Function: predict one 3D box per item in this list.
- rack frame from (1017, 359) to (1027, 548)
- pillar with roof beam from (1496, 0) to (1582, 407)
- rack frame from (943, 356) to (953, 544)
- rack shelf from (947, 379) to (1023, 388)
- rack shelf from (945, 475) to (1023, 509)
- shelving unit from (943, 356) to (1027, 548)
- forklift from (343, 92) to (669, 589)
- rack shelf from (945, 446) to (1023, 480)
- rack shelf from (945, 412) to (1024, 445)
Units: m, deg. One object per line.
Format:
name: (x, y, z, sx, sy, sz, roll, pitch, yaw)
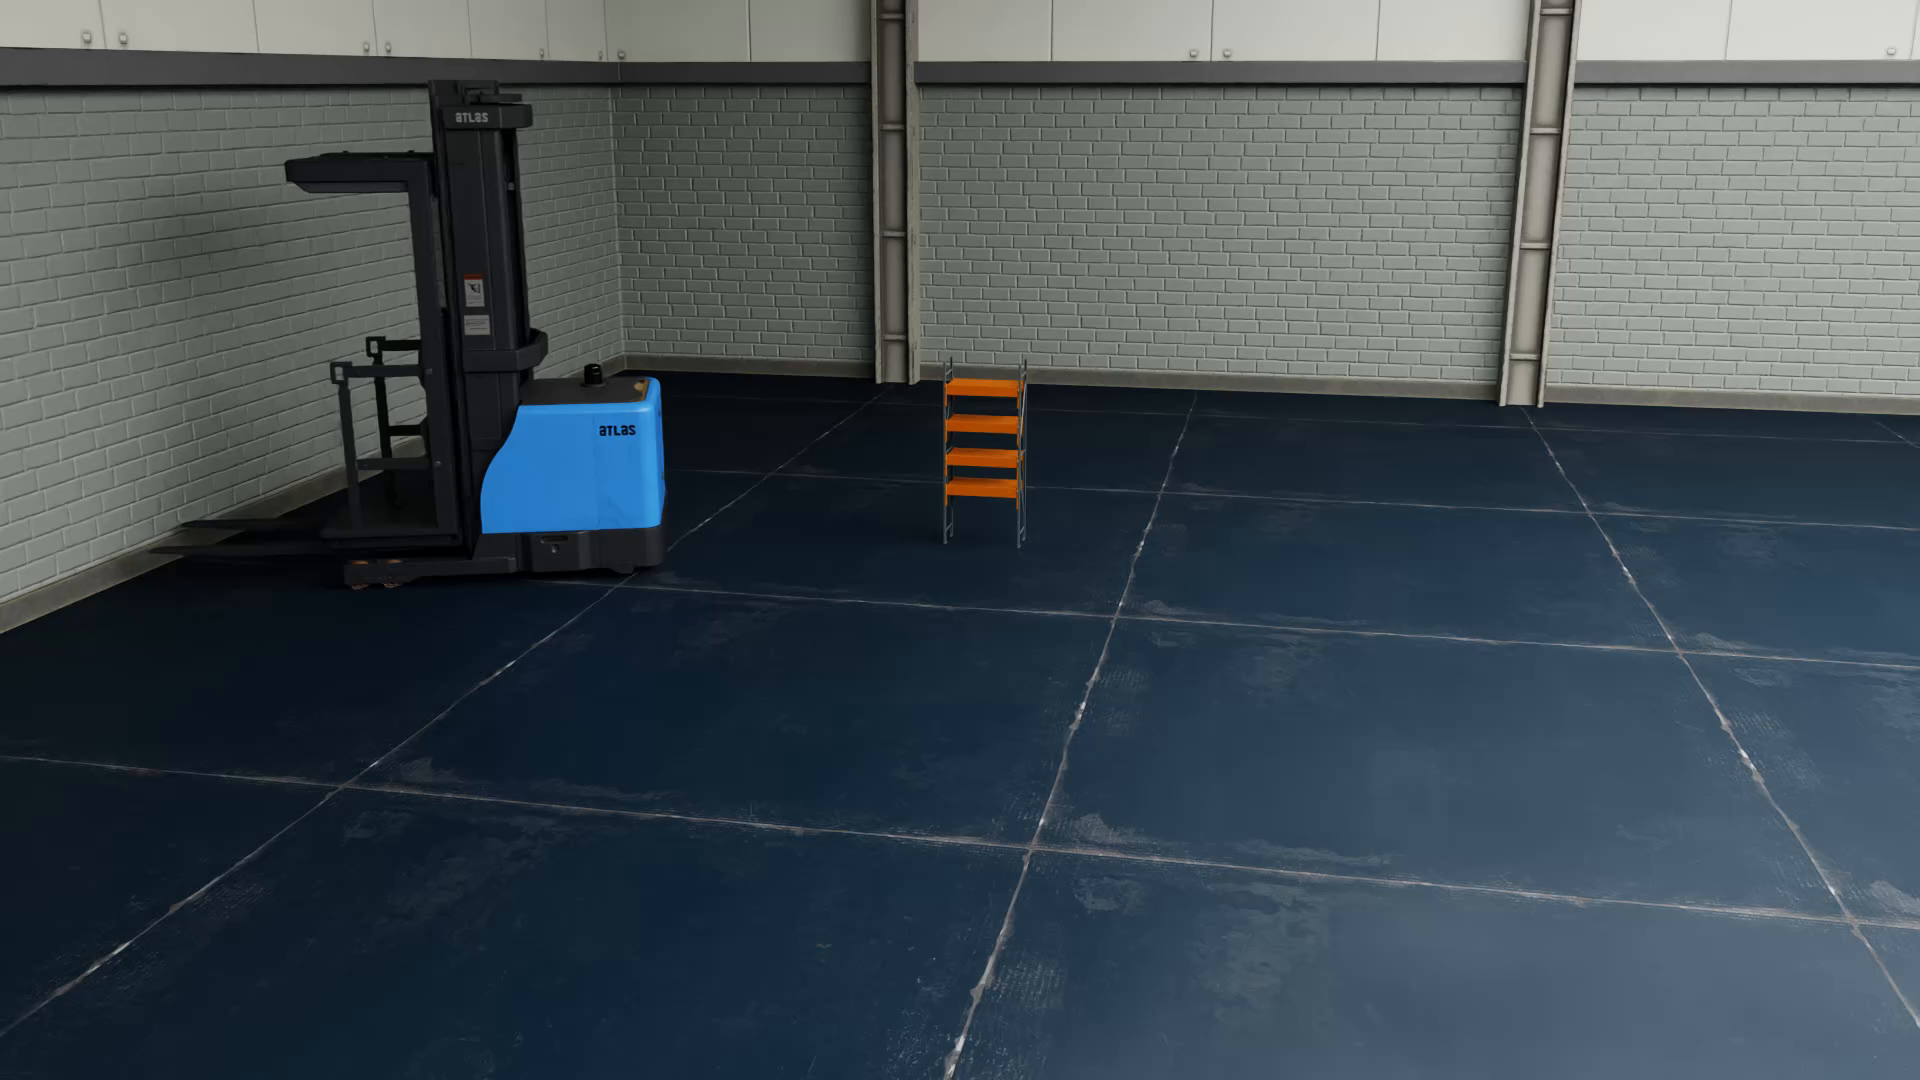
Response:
rack frame: (0.401, -0.556, 10.753, 0.015, 1.200, 0.240, 3, 16, 11)
pillar with roof beam: (4.397, -4.493, 10.357, 0.400, 9.000, 9.100, 3, 16, 11)
rack frame: (-0.077, -0.582, 10.847, 0.015, 1.200, 0.240, 3, 16, 11)
rack shelf: (0.162, -0.986, 10.685, 0.457, 0.050, 0.221, 3, 16, 11)
rack shelf: (0.162, -0.313, 10.871, 0.480, 0.148, 0.258, 3, 16, 11)
shelving unit: (13.650, -0.152, 7.890, 28.100, 1.949, 0.597, 3, 16, 11)
forklift: (-2.839, -1.259, 10.164, 1.939, 2.867, 1.129, -2, 16, -7)
rack shelf: (13.656, -0.373, 7.828, 28.088, 1.490, 0.597, 3, 16, 11)
rack shelf: (0.162, -0.720, 10.758, 0.480, 0.148, 0.258, 3, 16, 11)
